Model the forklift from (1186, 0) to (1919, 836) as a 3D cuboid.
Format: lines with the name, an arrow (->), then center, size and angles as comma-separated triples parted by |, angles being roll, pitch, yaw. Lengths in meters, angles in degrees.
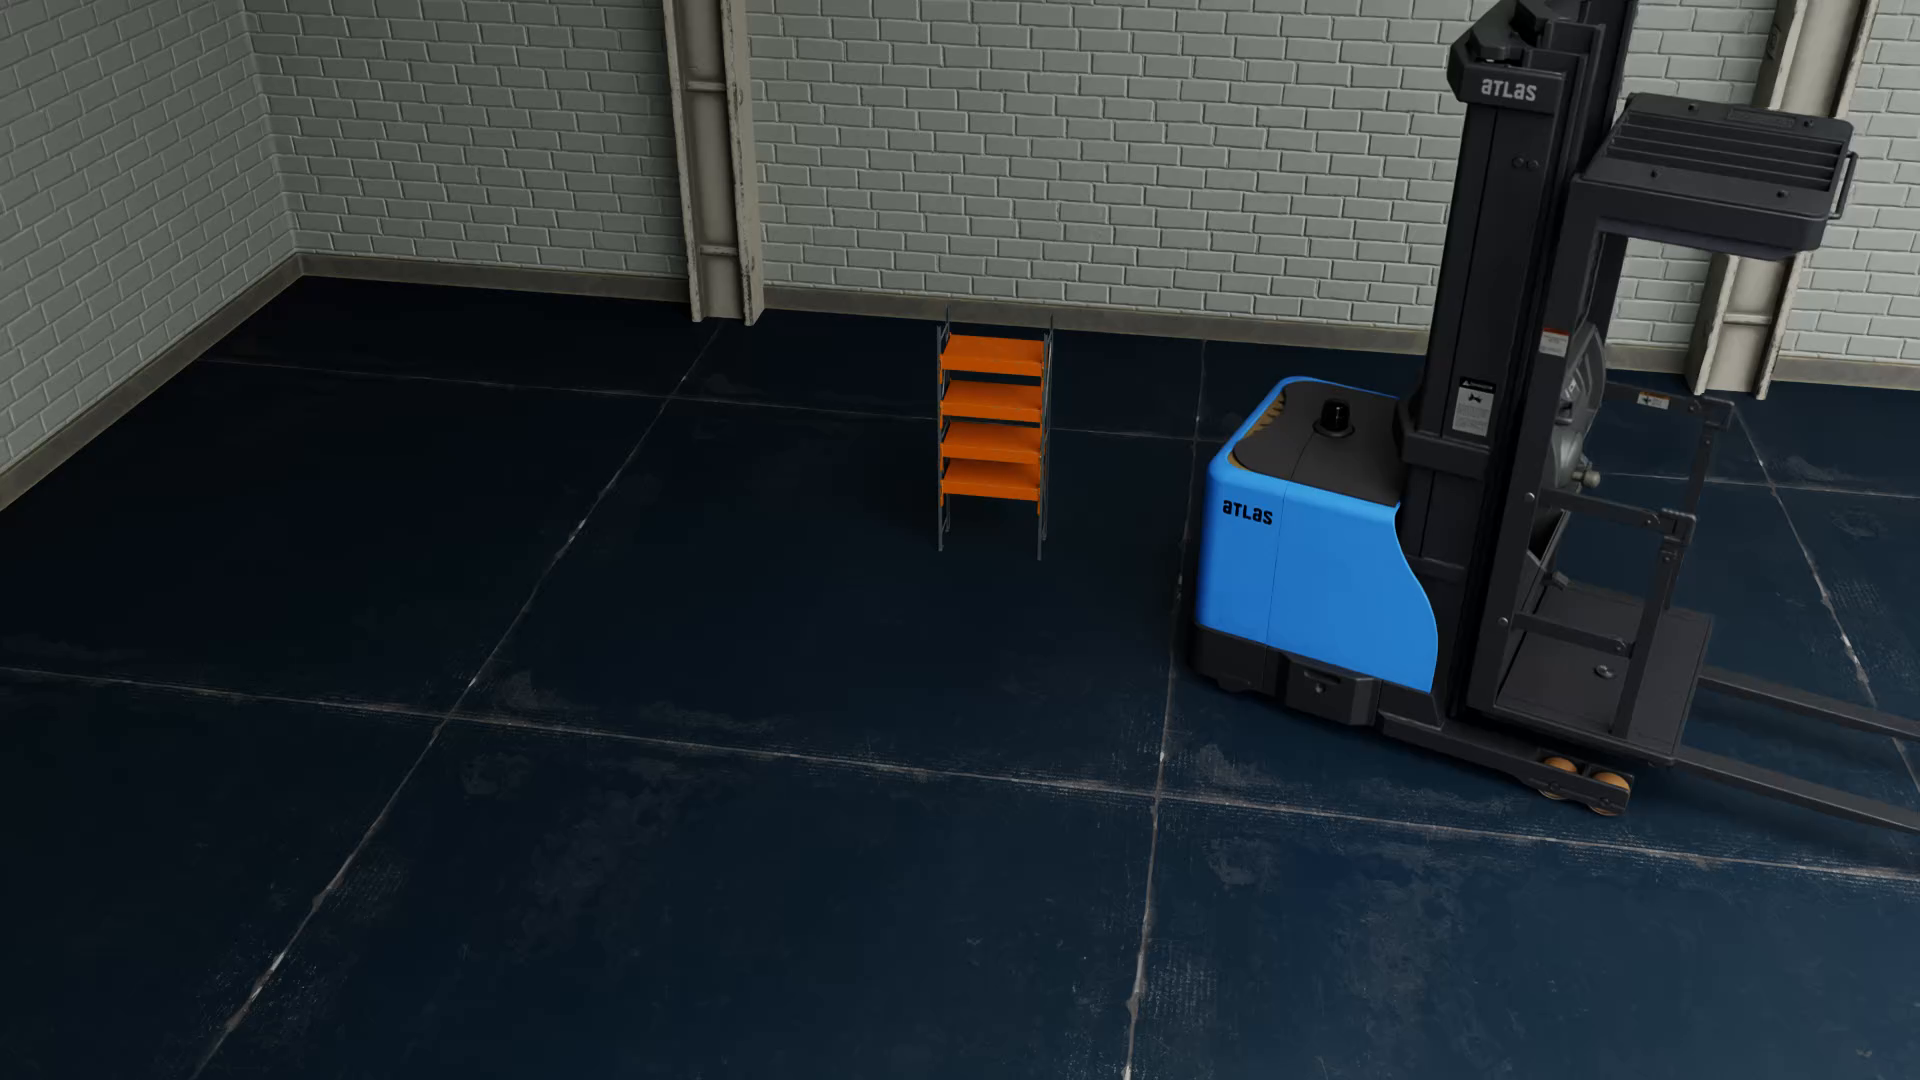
forklift -> 2.531, -0.485, 6.262 | 3.031, 2.935, 1.130 | 16, 36, 24

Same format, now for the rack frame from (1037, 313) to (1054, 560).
rack frame -> 0.404, -0.472, 7.873 | 0.015, 1.200, 0.240 | 5, 32, 8

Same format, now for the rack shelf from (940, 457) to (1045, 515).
rack shelf -> 0.163, -0.268, 8.049 | 0.480, 0.148, 0.258 | 5, 32, 8

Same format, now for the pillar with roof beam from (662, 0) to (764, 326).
pillar with roof beam -> -2.189, -2.999, 4.560 | 0.400, 9.000, 9.100 | 5, 32, 8

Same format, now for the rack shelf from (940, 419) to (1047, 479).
rack shelf -> 0.163, -0.437, 7.944 | 0.480, 0.148, 0.258 | 5, 32, 8

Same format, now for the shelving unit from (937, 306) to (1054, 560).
shelving unit -> 0.163, -0.494, 7.908 | 0.503, 1.200, 0.258 | 5, 32, 8

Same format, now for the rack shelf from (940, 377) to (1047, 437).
rack shelf -> 0.163, -0.626, 7.825 | 0.480, 0.148, 0.258 | 5, 32, 8

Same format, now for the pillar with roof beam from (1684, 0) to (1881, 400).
pillar with roof beam -> 3.725, -2.464, 3.705 | 0.400, 9.000, 9.100 | 5, 32, 8

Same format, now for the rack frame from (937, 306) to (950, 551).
rack frame -> -0.077, -0.516, 7.943 | 0.015, 1.200, 0.240 | 5, 32, 8

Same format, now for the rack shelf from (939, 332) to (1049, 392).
rack shelf -> 0.163, -0.827, 7.700 | 0.480, 0.148, 0.258 | 5, 32, 8
